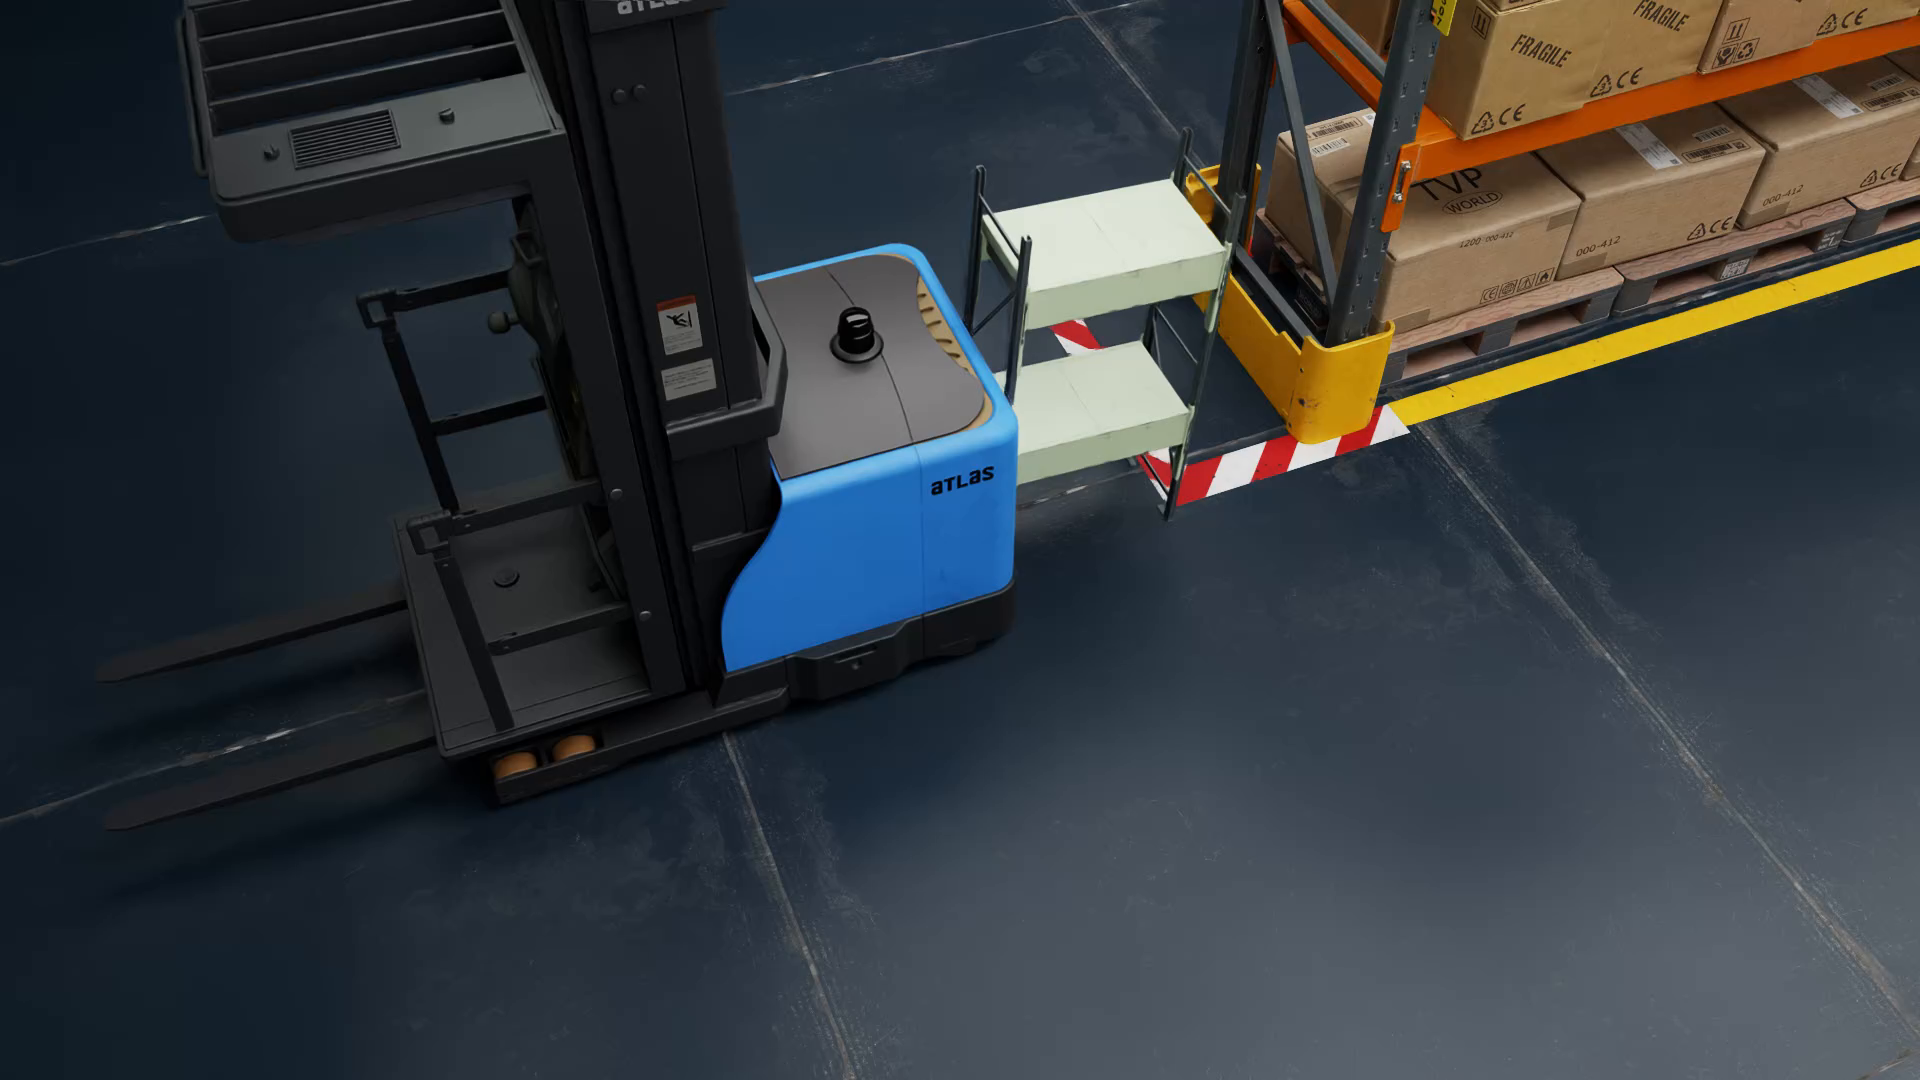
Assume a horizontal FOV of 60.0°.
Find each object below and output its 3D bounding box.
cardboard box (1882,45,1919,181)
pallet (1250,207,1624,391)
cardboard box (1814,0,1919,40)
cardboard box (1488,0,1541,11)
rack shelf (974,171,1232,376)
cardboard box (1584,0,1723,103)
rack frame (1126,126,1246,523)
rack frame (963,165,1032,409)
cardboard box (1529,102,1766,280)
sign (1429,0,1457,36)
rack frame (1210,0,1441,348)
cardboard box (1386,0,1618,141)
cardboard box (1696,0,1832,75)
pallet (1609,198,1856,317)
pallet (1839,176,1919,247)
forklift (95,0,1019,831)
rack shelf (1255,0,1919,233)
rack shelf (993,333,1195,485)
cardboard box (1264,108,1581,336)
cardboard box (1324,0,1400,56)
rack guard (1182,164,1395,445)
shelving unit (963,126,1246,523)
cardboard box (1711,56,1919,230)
[{"bbox_3d":[4.388,-2.150,7.532,0.875,0.438,0.875,-18,52,-15],"label":"cardboard box"},{"bbox_3d":[2.017,-1.181,7.126,1.213,0.211,1.003,-17,52,-14],"label":"pallet"},{"bbox_3d":[3.253,-2.228,6.120,0.500,0.500,0.500,-16,51,-13],"label":"cardboard box"},{"bbox_3d":[1.859,-2.102,5.353,0.500,0.500,0.500,-18,52,-15],"label":"cardboard box"},{"bbox_3d":[0.451,-0.883,5.477,0.720,0.370,0.431,-14,51,-17],"label":"rack shelf"},{"bbox_3d":[2.317,-1.939,5.872,0.500,0.500,0.500,-18,52,-15],"label":"cardboard box"},{"bbox_3d":[0.767,-0.710,5.873,0.023,1.500,0.400,-14,51,-17],"label":"rack frame"},{"bbox_3d":[0.088,-0.535,5.661,0.023,1.500,0.400,-14,51,-17],"label":"rack frame"},{"bbox_3d":[2.724,-1.636,7.090,0.875,0.438,0.875,-16,51,-13],"label":"cardboard box"},{"bbox_3d":[1.511,-1.722,5.129,0.005,0.325,0.100,-17,52,-14],"label":"sign"},{"bbox_3d":[1.307,-1.806,5.823,0.127,3.000,1.000,-17,52,-14],"label":"rack frame"},{"bbox_3d":[1.860,-1.774,5.731,0.500,0.500,0.500,-18,52,-15],"label":"cardboard box"},{"bbox_3d":[2.795,-2.072,5.986,0.500,0.500,0.500,-17,52,-14],"label":"cardboard box"},{"bbox_3d":[3.145,-1.529,7.424,1.213,0.211,1.003,-17,52,-14],"label":"pallet"},{"bbox_3d":[4.276,-1.881,7.727,1.213,0.211,1.003,-17,52,-14],"label":"pallet"},{"bbox_3d":[-1.373,-0.554,4.794,3.031,2.935,1.130,-16,51,-14],"label":"forklift"},{"bbox_3d":[3.158,-2.145,6.589,4.000,0.370,1.077,-17,52,-14],"label":"rack shelf"},{"bbox_3d":[0.408,-0.405,6.009,0.720,0.370,0.431,-14,51,-17],"label":"rack shelf"},{"bbox_3d":[1.880,-1.367,6.859,0.875,0.438,0.875,-19,52,-15],"label":"cardboard box"},{"bbox_3d":[1.653,-2.162,6.064,0.500,0.500,0.500,-17,51,-14],"label":"cardboard box"},{"bbox_3d":[1.285,-0.984,6.766,0.348,0.500,1.175,-17,52,-14],"label":"rack guard"},{"bbox_3d":[0.428,-0.622,5.767,0.755,1.500,0.431,-14,51,-17],"label":"shelving unit"},{"bbox_3d":[3.559,-1.893,7.311,0.875,0.438,0.875,-19,52,-15],"label":"cardboard box"}]
